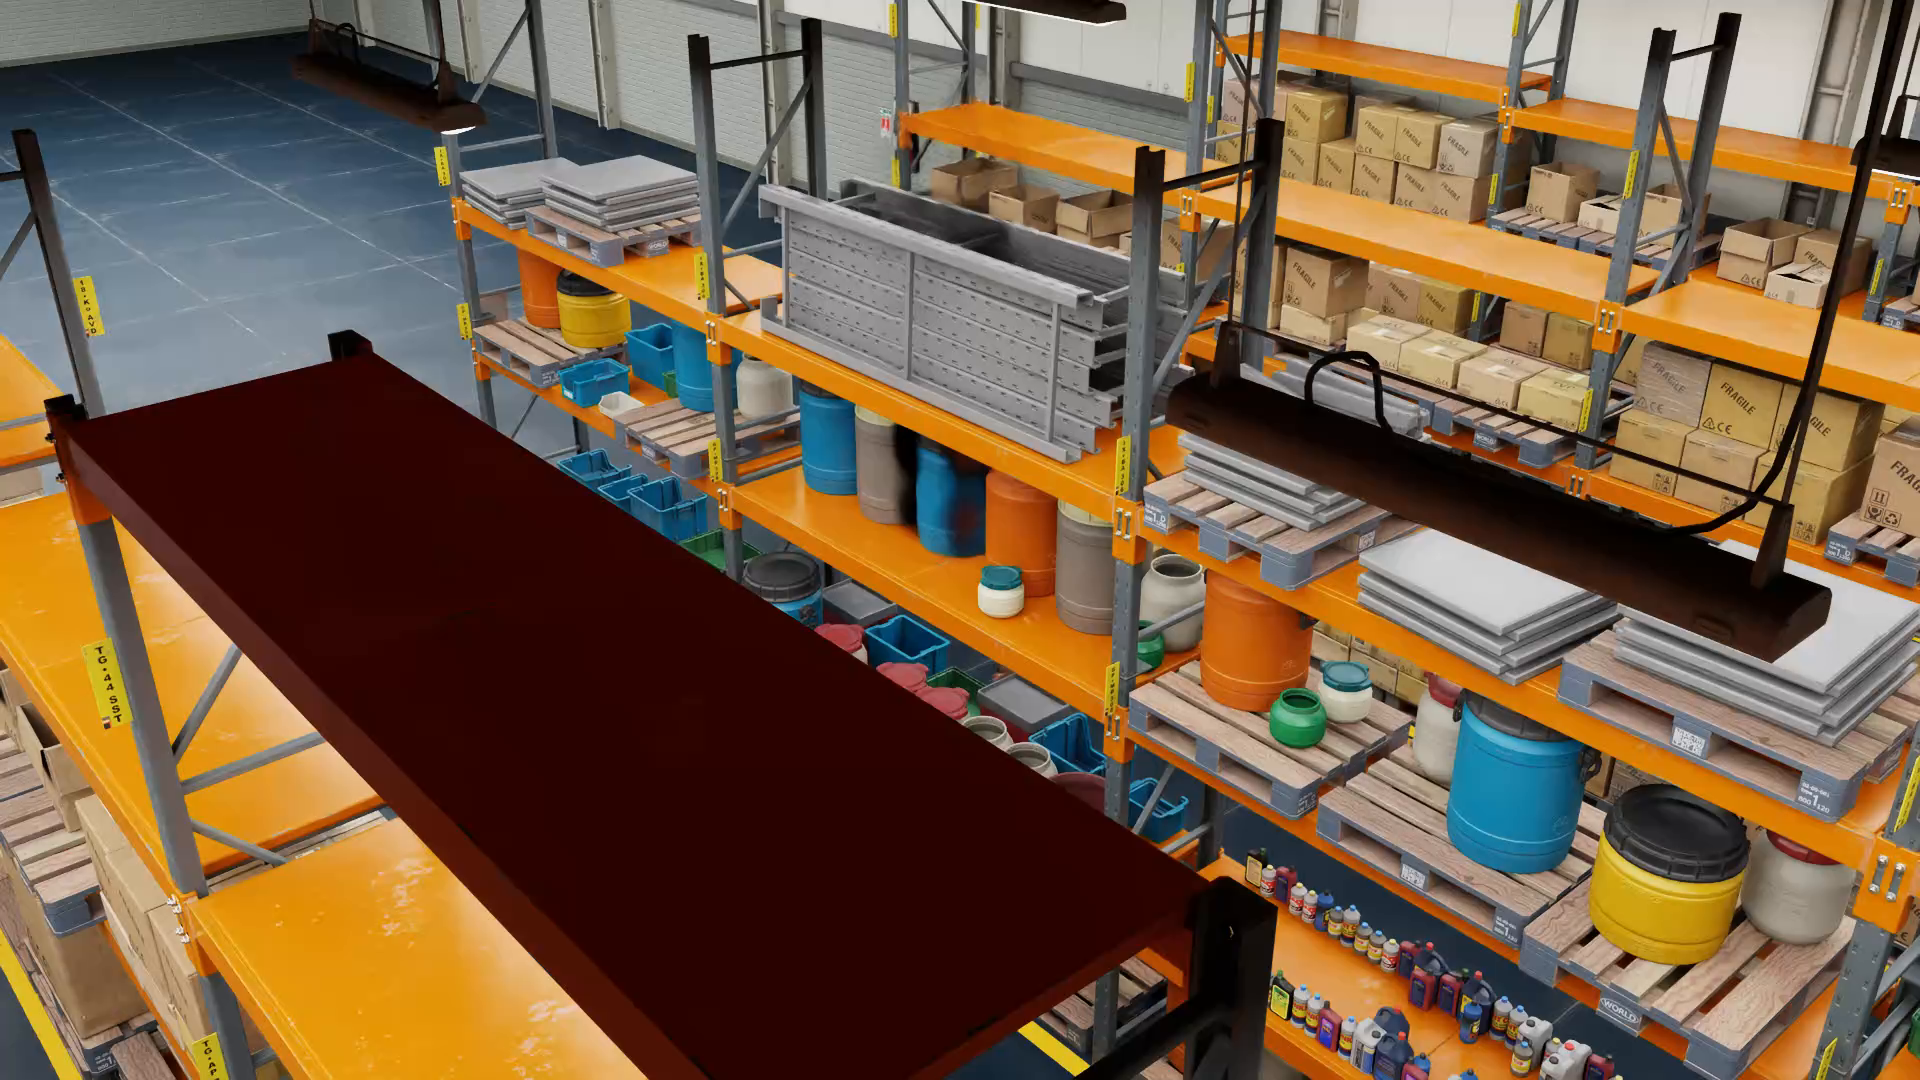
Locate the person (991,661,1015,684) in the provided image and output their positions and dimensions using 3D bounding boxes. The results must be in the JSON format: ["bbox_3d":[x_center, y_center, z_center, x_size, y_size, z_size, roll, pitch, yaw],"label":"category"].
[{"bbox_3d":[0.510,1.136,13.489,0.666,1.713,0.841,-24,36,-39],"label":"person"}]
